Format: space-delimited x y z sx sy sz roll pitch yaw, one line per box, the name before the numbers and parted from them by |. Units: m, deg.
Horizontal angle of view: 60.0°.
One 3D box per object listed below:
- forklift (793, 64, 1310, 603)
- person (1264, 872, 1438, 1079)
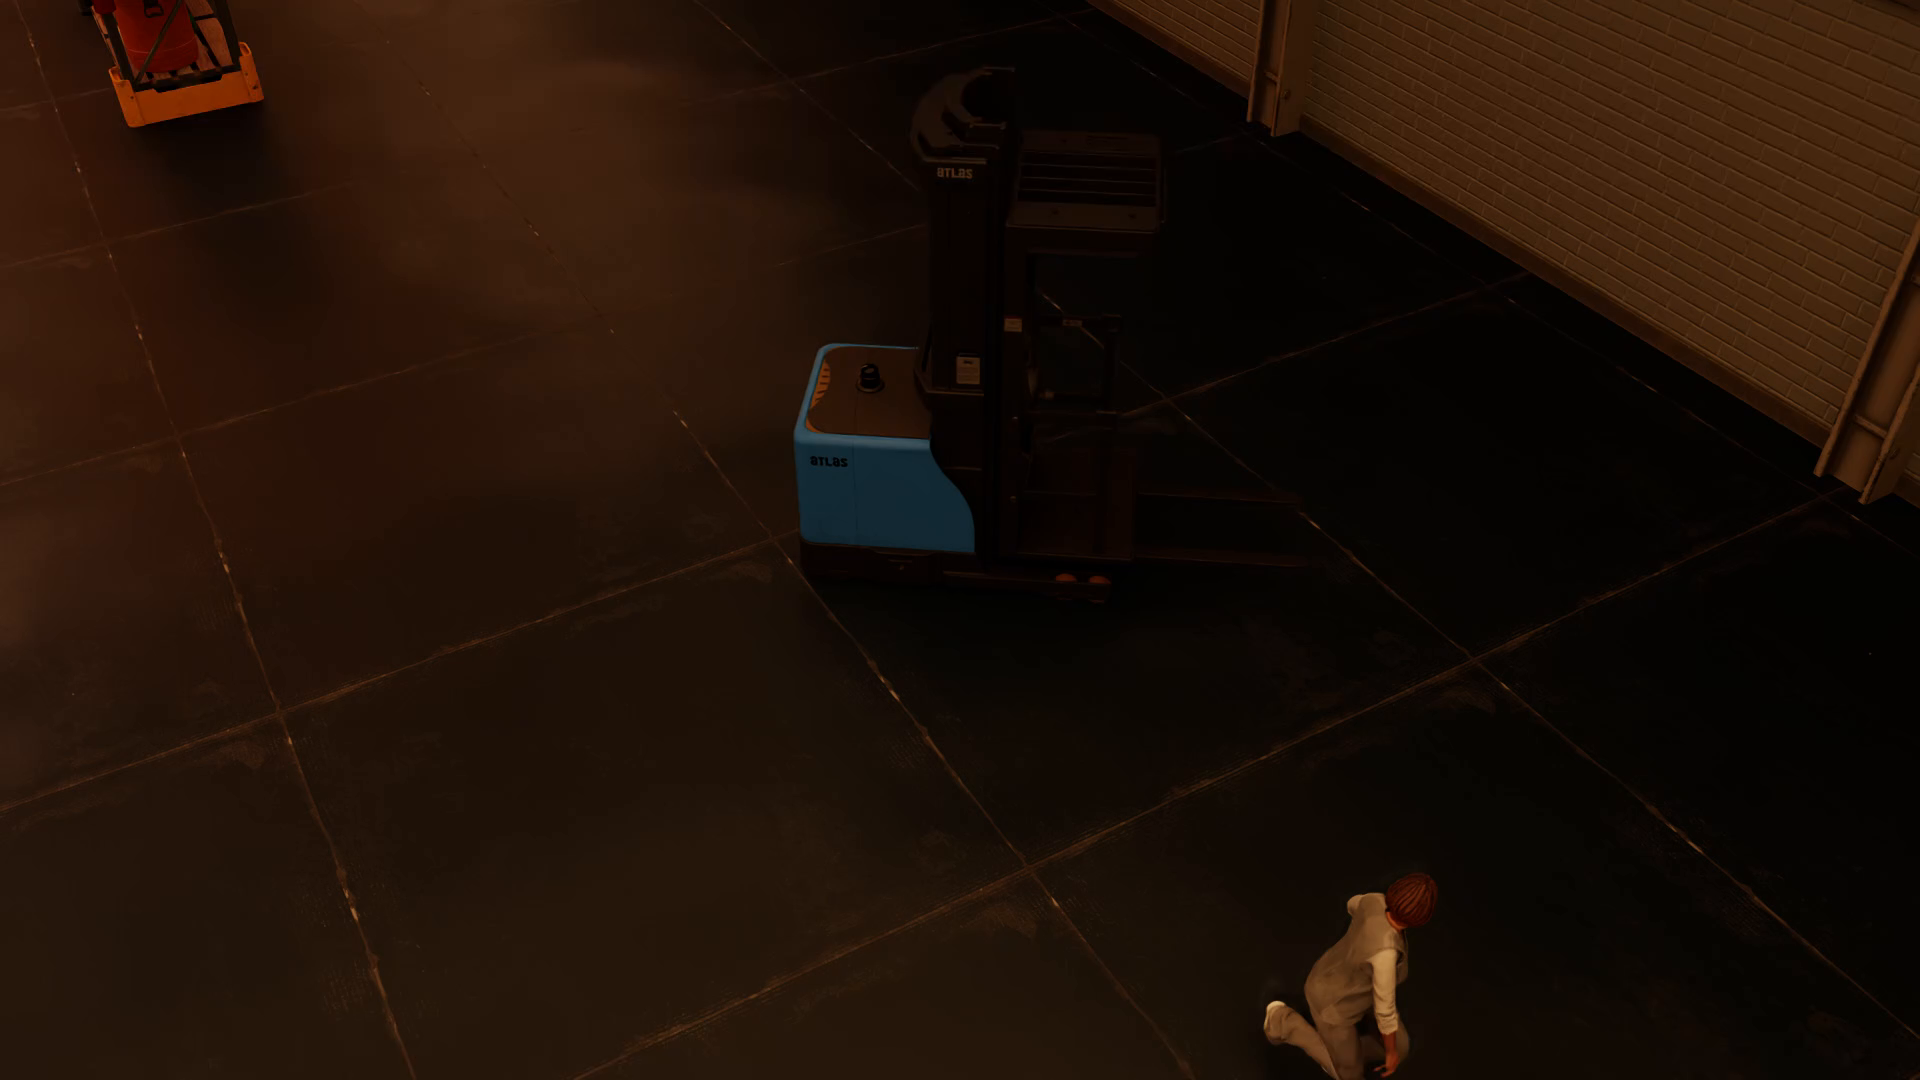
forklift | 0.586 -1.110 9.374 3.031 2.935 1.130 4 40 4
person | 1.653 1.846 7.041 0.635 1.393 0.580 21 44 23
